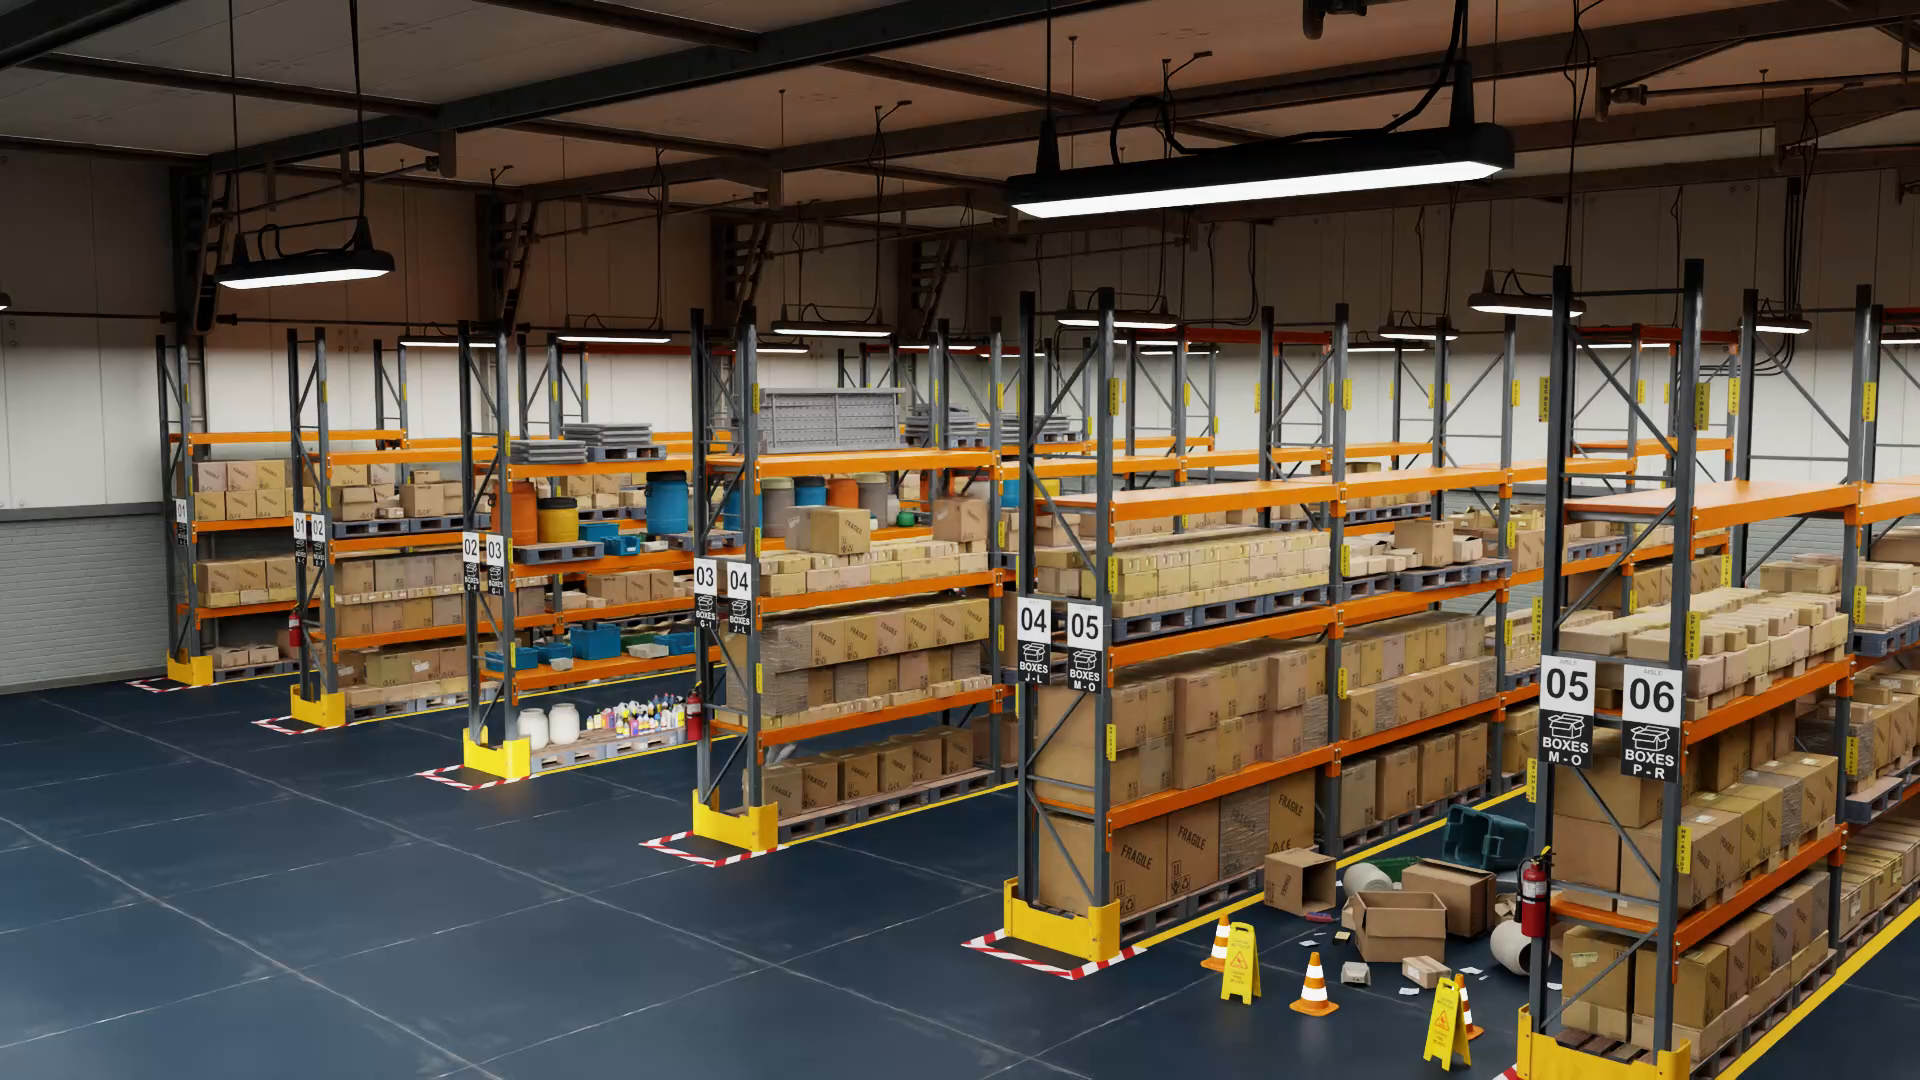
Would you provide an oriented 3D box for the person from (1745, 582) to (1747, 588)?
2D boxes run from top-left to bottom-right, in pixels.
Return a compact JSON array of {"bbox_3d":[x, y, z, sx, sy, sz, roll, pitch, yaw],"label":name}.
[{"bbox_3d":[13.869,1.548,29.522,1.064,1.674,0.550,-2,6,-19],"label":"person"}]

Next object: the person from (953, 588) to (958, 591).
[{"bbox_3d":[-0.313,1.358,32.191,0.751,1.579,0.577,-4,7,-37],"label":"person"}]

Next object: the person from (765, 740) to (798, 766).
[{"bbox_3d":[-2.349,2.357,21.396,0.442,1.584,0.456,-4,7,-39],"label":"person"}]
